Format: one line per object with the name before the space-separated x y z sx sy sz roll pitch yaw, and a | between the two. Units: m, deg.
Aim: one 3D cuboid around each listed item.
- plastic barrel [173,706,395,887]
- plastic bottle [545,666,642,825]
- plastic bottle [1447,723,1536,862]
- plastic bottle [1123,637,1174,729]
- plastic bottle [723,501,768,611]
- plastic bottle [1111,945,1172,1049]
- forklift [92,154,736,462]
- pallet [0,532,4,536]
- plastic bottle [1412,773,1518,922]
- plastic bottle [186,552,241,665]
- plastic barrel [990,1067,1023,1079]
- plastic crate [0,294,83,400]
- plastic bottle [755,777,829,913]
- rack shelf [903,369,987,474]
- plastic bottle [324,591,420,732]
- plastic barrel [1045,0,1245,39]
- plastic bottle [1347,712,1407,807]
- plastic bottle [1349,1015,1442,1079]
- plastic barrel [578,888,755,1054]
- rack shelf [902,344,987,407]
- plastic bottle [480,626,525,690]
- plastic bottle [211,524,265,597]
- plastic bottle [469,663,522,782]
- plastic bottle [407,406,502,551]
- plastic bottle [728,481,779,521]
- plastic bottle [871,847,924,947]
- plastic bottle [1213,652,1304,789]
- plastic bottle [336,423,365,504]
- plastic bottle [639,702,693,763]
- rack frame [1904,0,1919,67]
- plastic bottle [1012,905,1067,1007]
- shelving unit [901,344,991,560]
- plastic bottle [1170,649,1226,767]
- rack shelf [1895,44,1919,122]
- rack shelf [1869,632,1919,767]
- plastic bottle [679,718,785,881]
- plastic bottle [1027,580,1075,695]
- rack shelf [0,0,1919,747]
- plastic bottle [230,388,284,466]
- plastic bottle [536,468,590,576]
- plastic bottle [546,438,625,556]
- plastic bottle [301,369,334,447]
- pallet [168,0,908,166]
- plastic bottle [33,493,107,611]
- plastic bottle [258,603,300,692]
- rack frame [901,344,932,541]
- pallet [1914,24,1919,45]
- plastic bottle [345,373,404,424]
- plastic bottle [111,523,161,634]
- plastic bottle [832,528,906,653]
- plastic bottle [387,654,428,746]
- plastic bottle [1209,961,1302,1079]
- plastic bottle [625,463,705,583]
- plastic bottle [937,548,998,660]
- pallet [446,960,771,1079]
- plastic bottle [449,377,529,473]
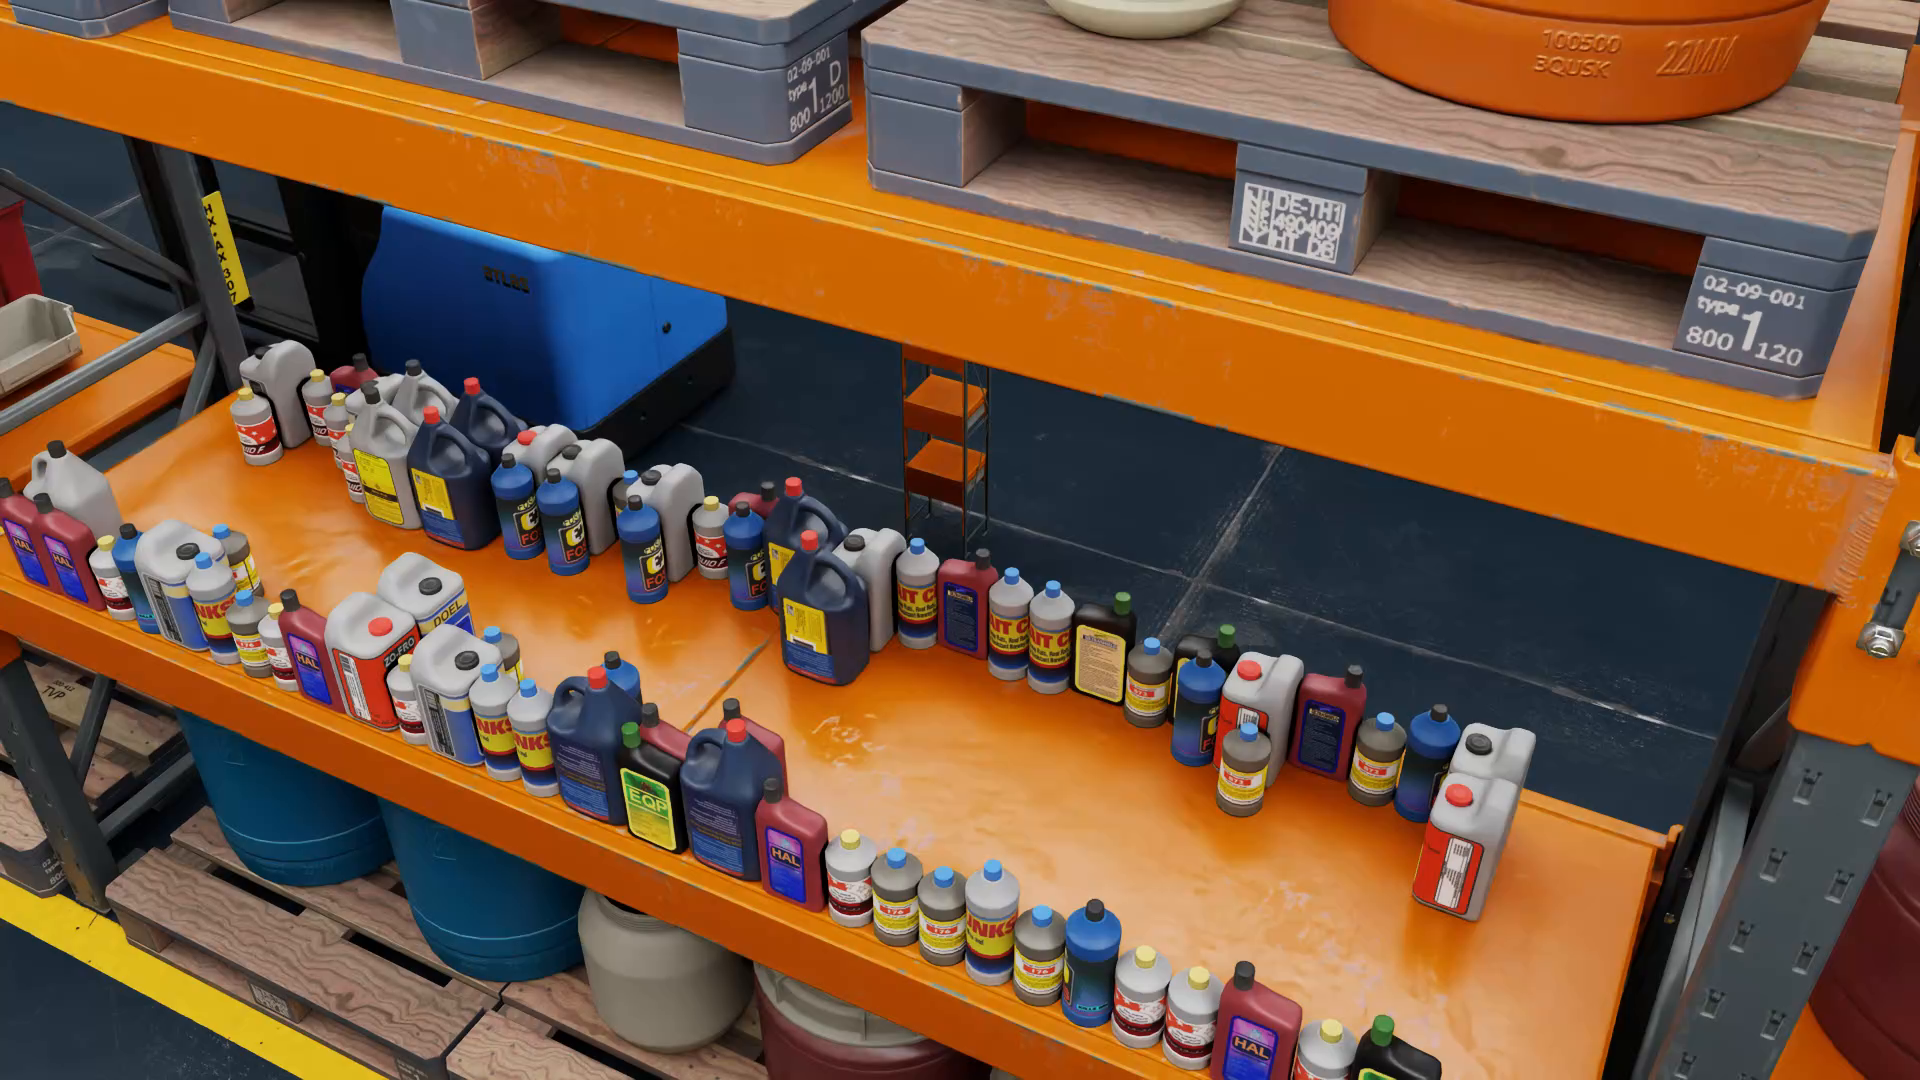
plastic barrel | -1.819 0.440 4.578 0.708 0.901 0.600 17 41 21
plastic bottle | -0.717 0.386 3.301 0.185 0.351 0.144 17 41 21
plastic bottle | 1.022 0.478 3.241 0.135 0.276 0.152 17 41 21
plastic bottle | 0.402 0.295 3.544 0.097 0.201 0.097 0 37 0
plastic bottle | -0.492 0.029 3.837 0.097 0.271 0.097 0 37 0
plastic bottle | 0.317 0.785 2.899 0.097 0.201 0.097 0 37 0
forklift | -2.490 -2.021 6.489 3.031 2.935 1.130 19 41 23
pallet | -4.052 0.199 5.813 1.213 0.211 1.003 17 41 21
plastic bottle | 0.952 0.560 3.134 0.135 0.276 0.152 17 41 21
plastic bottle | -1.643 0.144 3.686 0.097 0.271 0.097 0 37 0
plastic barrel | 0.273 1.311 3.753 0.421 0.512 0.421 0 37 0
plastic crate | -2.642 -0.514 4.615 0.243 0.136 0.396 17 41 21
plastic bottle | -0.313 0.568 3.117 0.133 0.283 0.061 17 41 21
rack shelf | -0.048 -0.425 5.959 0.240 0.259 0.215 17 41 21
plastic bottle | -1.236 0.251 3.541 0.135 0.276 0.152 17 41 21
plastic barrel | 0.238 -0.804 2.114 0.301 0.262 0.301 0 37 0
plastic bottle | 0.845 0.434 3.362 0.097 0.201 0.097 0 37 0
plastic bottle | 0.702 0.886 2.699 0.133 0.283 0.061 17 41 21
plastic barrel | -0.730 0.997 4.167 0.421 0.512 0.421 0 37 0
rack shelf | -0.048 -0.651 5.787 0.240 0.259 0.215 17 41 21
plastic bottle | -0.989 0.273 3.574 0.097 0.201 0.097 0 37 0
plastic bottle | -1.693 0.053 3.864 0.097 0.201 0.097 0 37 0
plastic bottle | -0.940 0.364 3.396 0.097 0.271 0.097 0 37 0
plastic bottle | -1.230 -0.161 4.022 0.185 0.351 0.144 17 41 21
plastic bottle | -0.472 -0.023 3.896 0.133 0.283 0.061 17 41 21
plastic bottle | -0.115 0.650 3.077 0.097 0.201 0.097 0 37 0
plastic bottle | 0.611 0.350 3.411 0.135 0.276 0.152 17 41 21
plastic bottle | -1.512 -0.200 4.198 0.097 0.201 0.097 0 37 0
plastic bottle | -0.567 0.447 3.277 0.133 0.283 0.061 17 41 21
rack frame | 3.535 -1.936 6.320 0.127 3.000 1.000 17 41 21
plastic bottle | 0.144 0.731 2.970 0.097 0.201 0.097 0 37 0
shelving unit | -0.048 -0.433 5.952 0.252 1.050 0.215 17 41 21
plastic bottle | 0.493 0.337 3.431 0.097 0.271 0.097 0 37 0
rack shelf | 5.311 -1.094 5.805 4.000 0.370 1.077 17 41 21
rack shelf | 3.034 0.371 1.395 4.000 0.370 1.077 17 41 21
plastic bottle | -0.435 0.475 3.185 0.185 0.351 0.144 17 41 21
plastic bottle | 0.198 0.203 3.608 0.097 0.271 0.097 0 37 0
rack shelf | -0.518 -0.742 2.860 4.000 0.370 1.077 17 41 21
plastic bottle | -1.836 -0.302 4.331 0.097 0.201 0.097 0 37 0
plastic bottle | -0.945 -0.051 3.942 0.097 0.271 0.097 0 37 0
plastic bottle | -0.904 -0.125 4.036 0.135 0.276 0.152 17 41 21
plastic bottle | -1.680 -0.357 4.403 0.097 0.201 0.097 0 37 0
pallet | -0.545 -1.030 2.801 1.213 0.211 1.003 17 41 21
plastic bottle | -2.046 0.025 3.832 0.133 0.283 0.061 17 41 21
plastic bottle | -1.470 0.226 3.636 0.097 0.201 0.097 0 37 0
rack frame | -0.156 -0.467 5.997 0.008 1.050 0.200 17 41 21
pallet | 6.572 -3.201 10.292 1.213 0.211 1.003 17 41 21
plastic bottle | -1.471 -0.302 4.270 0.135 0.276 0.152 17 41 21
plastic bottle | -1.849 0.079 3.771 0.097 0.271 0.097 0 37 0
plastic bottle | -0.209 0.093 3.749 0.135 0.276 0.152 17 41 21
plastic bottle | -1.146 0.327 3.502 0.097 0.201 0.097 0 37 0
plastic bottle | 0.497 0.822 2.783 0.133 0.283 0.061 17 41 21
plastic bottle | -0.698 -0.060 3.951 0.135 0.276 0.152 17 41 21
plastic bottle | 0.017 0.130 3.695 0.133 0.283 0.061 17 41 21
pallet | -0.541 1.297 4.367 1.213 0.211 1.003 17 41 21
plastic bottle | -1.163 -0.238 4.124 0.185 0.351 0.144 17 41 21
